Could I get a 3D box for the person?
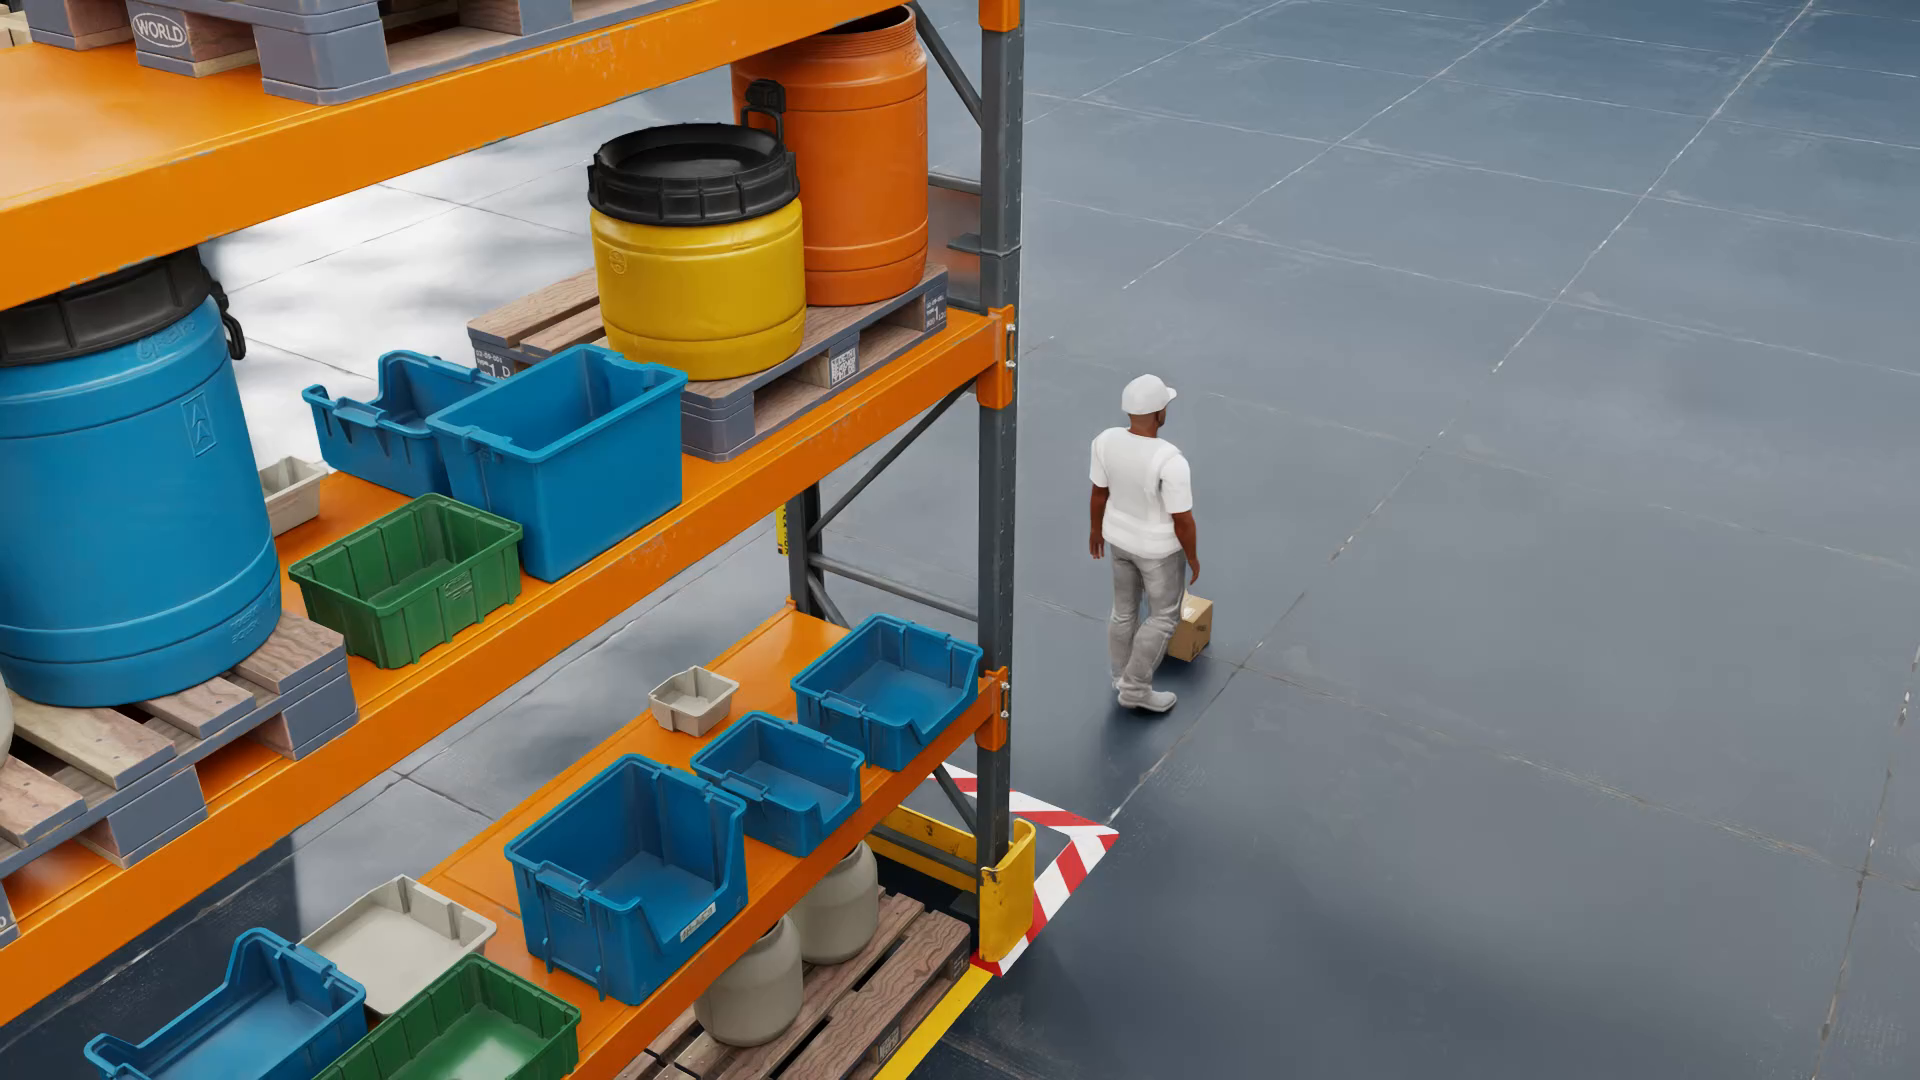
[{"bbox_3d":[0.895,0.009,8.123,0.608,1.765,0.432,25,39,36],"label":"person"}]
